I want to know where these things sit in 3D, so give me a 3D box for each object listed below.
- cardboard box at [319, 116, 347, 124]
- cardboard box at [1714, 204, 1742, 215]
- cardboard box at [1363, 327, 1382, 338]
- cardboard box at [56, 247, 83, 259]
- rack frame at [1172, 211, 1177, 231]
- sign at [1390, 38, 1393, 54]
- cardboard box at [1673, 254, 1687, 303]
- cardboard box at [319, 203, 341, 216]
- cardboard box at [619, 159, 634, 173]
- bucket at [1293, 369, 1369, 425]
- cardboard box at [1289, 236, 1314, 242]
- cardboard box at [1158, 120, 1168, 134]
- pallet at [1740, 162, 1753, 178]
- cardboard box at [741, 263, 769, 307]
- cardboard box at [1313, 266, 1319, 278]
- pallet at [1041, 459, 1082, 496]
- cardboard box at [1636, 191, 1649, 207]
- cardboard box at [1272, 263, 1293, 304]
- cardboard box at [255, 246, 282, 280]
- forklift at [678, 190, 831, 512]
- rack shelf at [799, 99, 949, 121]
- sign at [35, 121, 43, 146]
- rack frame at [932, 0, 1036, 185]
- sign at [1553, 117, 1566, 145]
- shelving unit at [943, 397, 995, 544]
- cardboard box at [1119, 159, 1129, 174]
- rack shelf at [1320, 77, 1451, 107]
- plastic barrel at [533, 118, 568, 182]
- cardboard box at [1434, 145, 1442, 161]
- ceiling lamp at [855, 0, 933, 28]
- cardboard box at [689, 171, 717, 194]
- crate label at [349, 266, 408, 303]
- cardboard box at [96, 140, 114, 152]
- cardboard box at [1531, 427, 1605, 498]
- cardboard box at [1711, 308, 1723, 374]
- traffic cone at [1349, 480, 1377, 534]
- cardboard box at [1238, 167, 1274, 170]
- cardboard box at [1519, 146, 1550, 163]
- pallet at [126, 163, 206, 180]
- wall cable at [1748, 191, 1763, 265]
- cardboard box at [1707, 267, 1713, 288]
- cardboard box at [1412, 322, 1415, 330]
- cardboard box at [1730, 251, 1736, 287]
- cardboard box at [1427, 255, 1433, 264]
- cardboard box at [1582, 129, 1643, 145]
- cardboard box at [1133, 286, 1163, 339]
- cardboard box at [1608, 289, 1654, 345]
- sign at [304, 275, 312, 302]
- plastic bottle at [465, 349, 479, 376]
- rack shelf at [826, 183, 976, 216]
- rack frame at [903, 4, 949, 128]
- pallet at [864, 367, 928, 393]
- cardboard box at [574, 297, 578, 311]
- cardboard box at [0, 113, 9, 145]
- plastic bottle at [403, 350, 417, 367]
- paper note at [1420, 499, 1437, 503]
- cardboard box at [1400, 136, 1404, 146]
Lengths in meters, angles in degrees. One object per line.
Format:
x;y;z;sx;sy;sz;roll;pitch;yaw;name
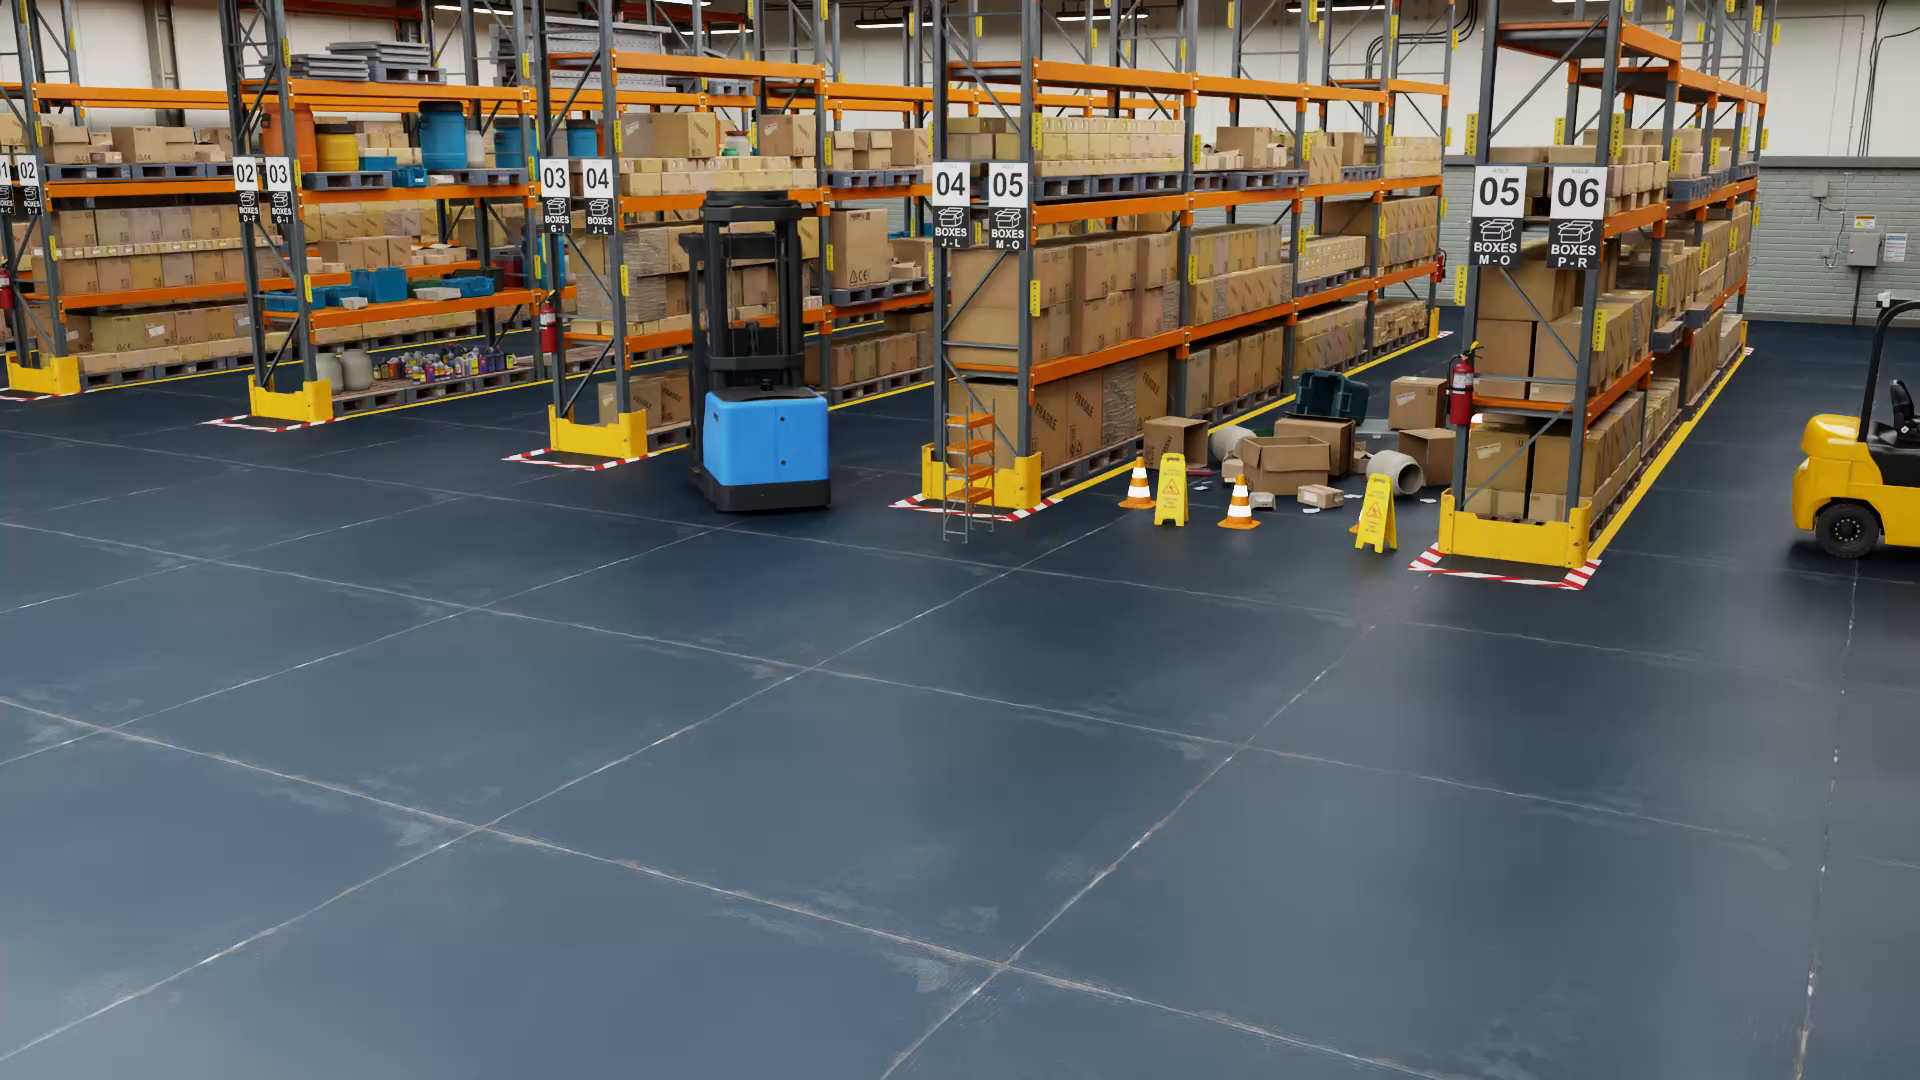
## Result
-10.229;-6.569;26.804;0.500;0.500;0.500;9;16;33;cardboard box
11.528;-4.964;24.995;0.380;0.149;0.250;7;15;28;cardboard box
6.469;-3.310;26.414;0.380;0.149;0.250;8;16;31;cardboard box
-12.372;-3.973;23.015;0.380;0.149;0.250;7;15;28;cardboard box
3.654;-5.712;31.827;1.000;3.000;0.127;7;15;28;rack frame
7.472;-8.600;28.843;0.100;0.325;0.005;7;15;28;sign
7.738;-2.898;18.409;0.500;0.500;0.500;7;15;26;cardboard box
-12.517;-6.496;32.589;0.500;0.250;0.500;7;15;27;cardboard box
-3.745;-4.039;17.956;0.380;0.149;0.250;7;15;28;cardboard box
4.099;-1.526;18.204;0.620;0.611;0.726;1;9;-42;bucket
5.165;-4.541;25.340;0.380;0.149;0.250;8;15;29;cardboard box
2.004;-4.430;17.832;0.380;0.149;0.250;7;15;28;cardboard box
11.391;-5.600;25.150;1.003;0.211;1.213;7;15;28;pallet
-2.844;-3.145;20.333;0.875;0.500;0.500;7;15;28;cardboard box
4.862;-3.805;23.557;0.380;0.149;0.250;8;16;31;cardboard box
0.531;-0.664;16.838;1.003;0.211;1.213;7;15;28;pallet
6.133;-3.155;15.355;0.380;0.149;0.250;8;16;30;cardboard box
4.097;-3.414;22.081;0.500;0.500;0.500;7;15;28;cardboard box
-11.026;-4.330;25.881;0.700;0.500;0.500;7;15;27;cardboard box
-2.150;-1.987;16.522;1.130;2.935;3.031;-4;14;-17;forklift
-1.648;-8.235;31.881;1.077;0.370;4.000;7;15;28;rack shelf
-12.268;-5.410;22.140;0.100;0.325;0.005;7;15;28;sign
0.213;-4.763;15.091;1.000;3.000;0.127;7;15;28;rack frame
6.041;-4.091;16.757;0.100;0.325;0.005;7;15;28;sign
0.080;-0.617;14.534;0.258;1.200;0.503;7;15;28;shelving unit
1.513;-3.832;17.055;0.380;0.149;0.250;7;15;28;cardboard box
6.981;-7.284;27.090;1.077;0.370;4.000;7;15;28;rack shelf
-6.110;-5.776;24.624;0.600;0.901;0.600;0;14;0;plastic barrel
7.947;-6.634;28.506;0.500;0.250;0.500;7;15;26;cardboard box
-1.530;-12.856;36.204;2.000;3.185;0.800;7;15;28;ceiling lamp
-3.134;-4.092;19.027;0.500;0.250;0.500;7;15;28;cardboard box
-7.763;-3.416;22.228;0.502;0.435;0.616;7;15;28;crate label
-12.156;-5.620;24.040;0.500;0.311;0.500;10;17;35;cardboard box
5.238;-0.678;14.316;0.500;0.500;0.500;7;15;26;cardboard box
10.166;-2.804;23.400;0.875;0.875;0.875;8;16;30;cardboard box
3.673;-0.308;14.823;0.336;0.463;0.334;7;15;28;traffic cone
4.134;-5.141;22.844;0.500;0.500;0.500;7;15;28;cardboard box
4.658;-3.182;13.766;0.380;0.149;0.250;8;16;29;cardboard box
-11.797;-5.361;24.160;1.003;0.211;1.213;7;15;28;pallet
15.035;-6.258;31.857;0.585;1.953;0.123;7;15;28;wall cable
9.426;-3.401;21.493;0.500;0.250;0.500;7;15;28;cardboard box
7.637;-3.707;28.698;0.380;0.149;0.250;7;15;28;cardboard box
11.099;-3.987;24.457;0.500;0.500;0.500;7;15;28;cardboard box
8.037;-4.908;29.029;0.380;0.149;0.250;7;15;28;cardboard box
6.697;-4.093;17.069;0.500;0.250;0.500;8;16;29;cardboard box
1.732;-2.548;18.382;0.875;0.550;0.550;7;15;28;cardboard box
6.531;-2.201;16.416;0.500;0.500;0.500;7;15;27;cardboard box
-7.937;-3.062;20.244;0.100;0.325;0.005;7;15;28;sign
-6.790;-2.467;23.080;0.144;0.351;0.185;7;15;28;plastic bottle
-1.180;-4.769;23.050;1.077;0.370;4.000;7;15;28;rack shelf
-0.681;-9.190;33.452;1.000;3.000;0.127;7;15;28;rack frame
-1.183;-2.306;23.647;1.003;0.211;1.213;7;15;28;pallet
-7.426;-4.676;31.925;0.500;0.500;0.500;8;16;29;cardboard box
-15.659;-6.581;26.641;0.500;0.500;0.500;7;15;26;cardboard box
-7.623;-2.455;23.029;0.144;0.351;0.185;8;16;30;plastic bottle
4.525;-0.384;16.061;0.142;0.019;0.148;2;14;9;paper note
6.871;-6.377;26.586;0.380;0.149;0.250;7;15;26;cardboard box
